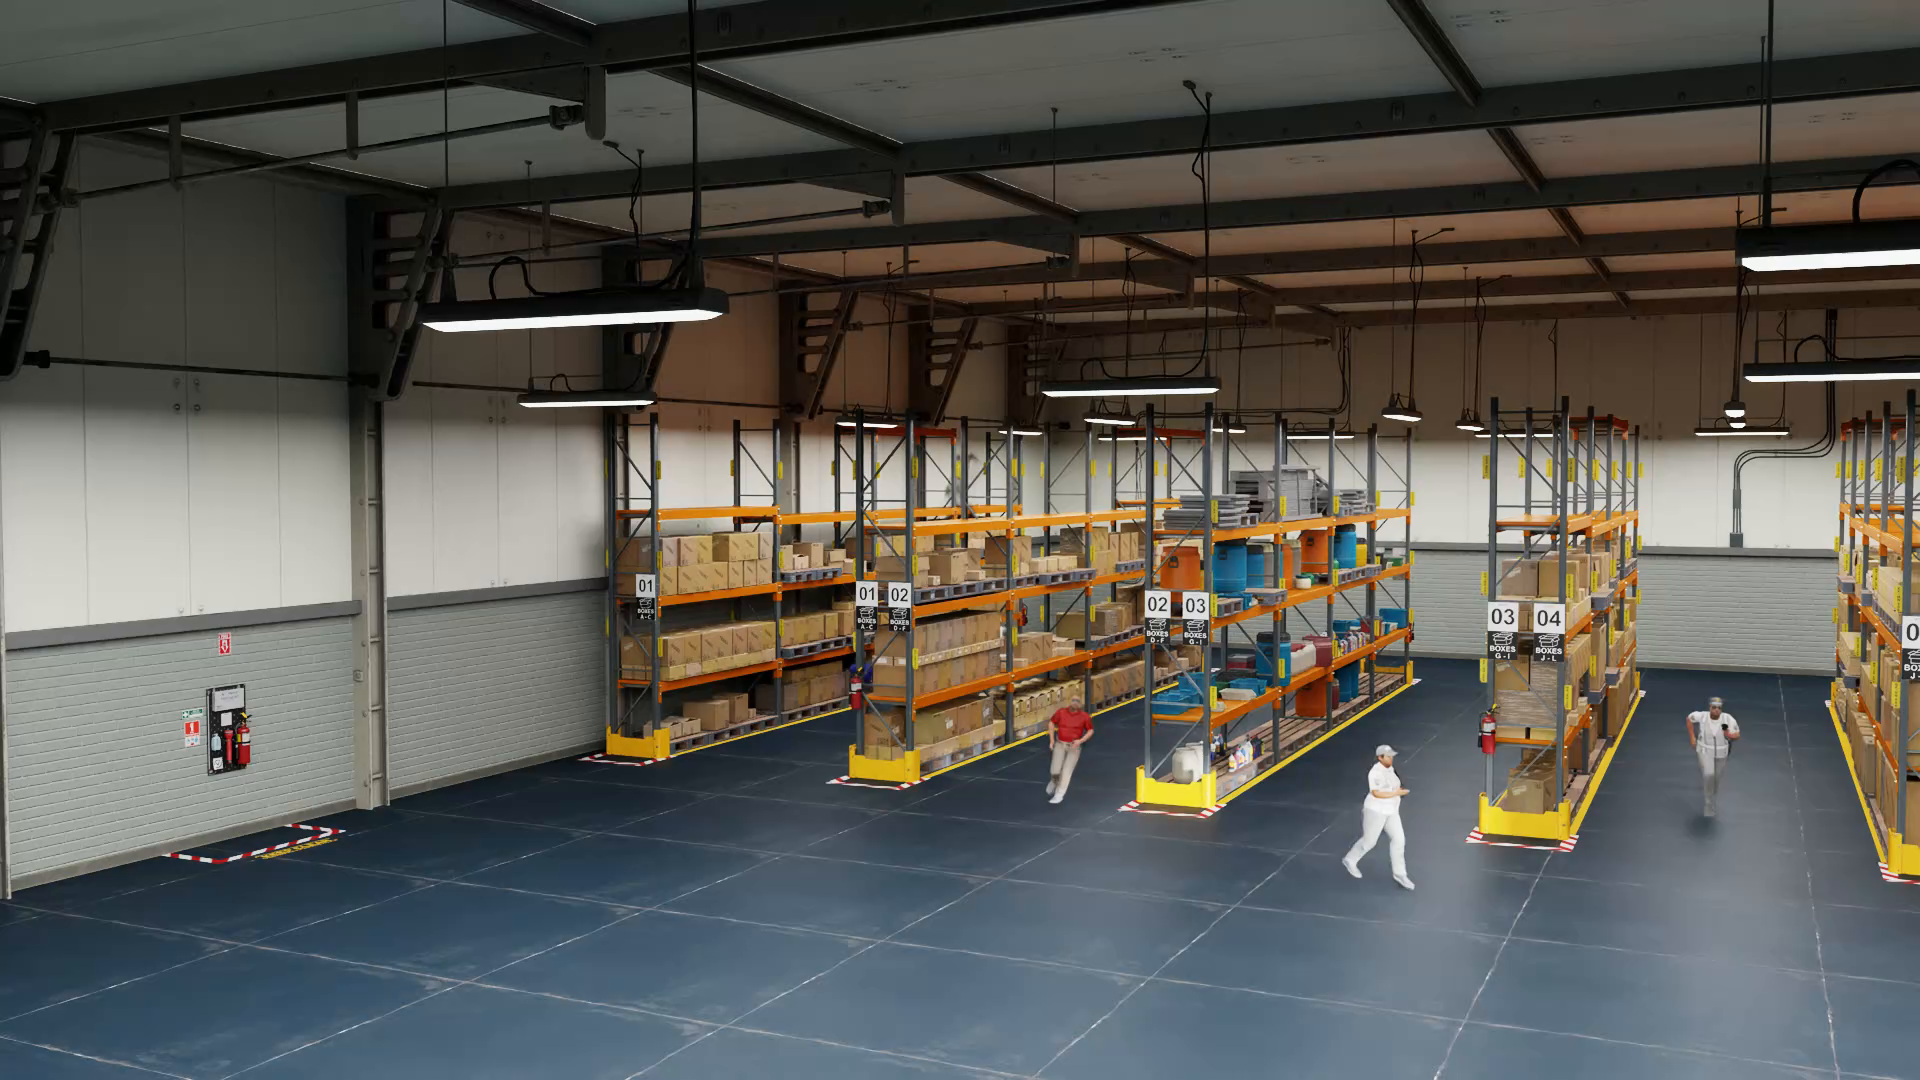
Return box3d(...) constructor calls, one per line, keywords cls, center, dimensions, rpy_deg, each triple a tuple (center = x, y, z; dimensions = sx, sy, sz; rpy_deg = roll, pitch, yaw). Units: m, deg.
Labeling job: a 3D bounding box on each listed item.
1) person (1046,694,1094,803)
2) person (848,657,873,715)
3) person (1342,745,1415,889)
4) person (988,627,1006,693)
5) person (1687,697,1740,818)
box3d(cls="person", center=(1.642, 3.132, 25.011), dimensions=(0.728, 1.651, 0.545), rpy_deg=(0, 2, 8))
box3d(cls="person", center=(-1.864, 2.913, 31.375), dimensions=(0.549, 1.580, 0.691), rpy_deg=(0, 2, 8))
box3d(cls="person", center=(5.061, 3.305, 20.080), dimensions=(0.591, 1.687, 0.909), rpy_deg=(-2, 3, -44))
box3d(cls="person", center=(0.797, 2.566, 36.694), dimensions=(0.710, 1.787, 1.046), rpy_deg=(1, 3, 22))
box3d(cls="person", center=(10.929, 3.131, 24.155), dimensions=(0.649, 1.780, 0.963), rpy_deg=(0, 2, 11))
